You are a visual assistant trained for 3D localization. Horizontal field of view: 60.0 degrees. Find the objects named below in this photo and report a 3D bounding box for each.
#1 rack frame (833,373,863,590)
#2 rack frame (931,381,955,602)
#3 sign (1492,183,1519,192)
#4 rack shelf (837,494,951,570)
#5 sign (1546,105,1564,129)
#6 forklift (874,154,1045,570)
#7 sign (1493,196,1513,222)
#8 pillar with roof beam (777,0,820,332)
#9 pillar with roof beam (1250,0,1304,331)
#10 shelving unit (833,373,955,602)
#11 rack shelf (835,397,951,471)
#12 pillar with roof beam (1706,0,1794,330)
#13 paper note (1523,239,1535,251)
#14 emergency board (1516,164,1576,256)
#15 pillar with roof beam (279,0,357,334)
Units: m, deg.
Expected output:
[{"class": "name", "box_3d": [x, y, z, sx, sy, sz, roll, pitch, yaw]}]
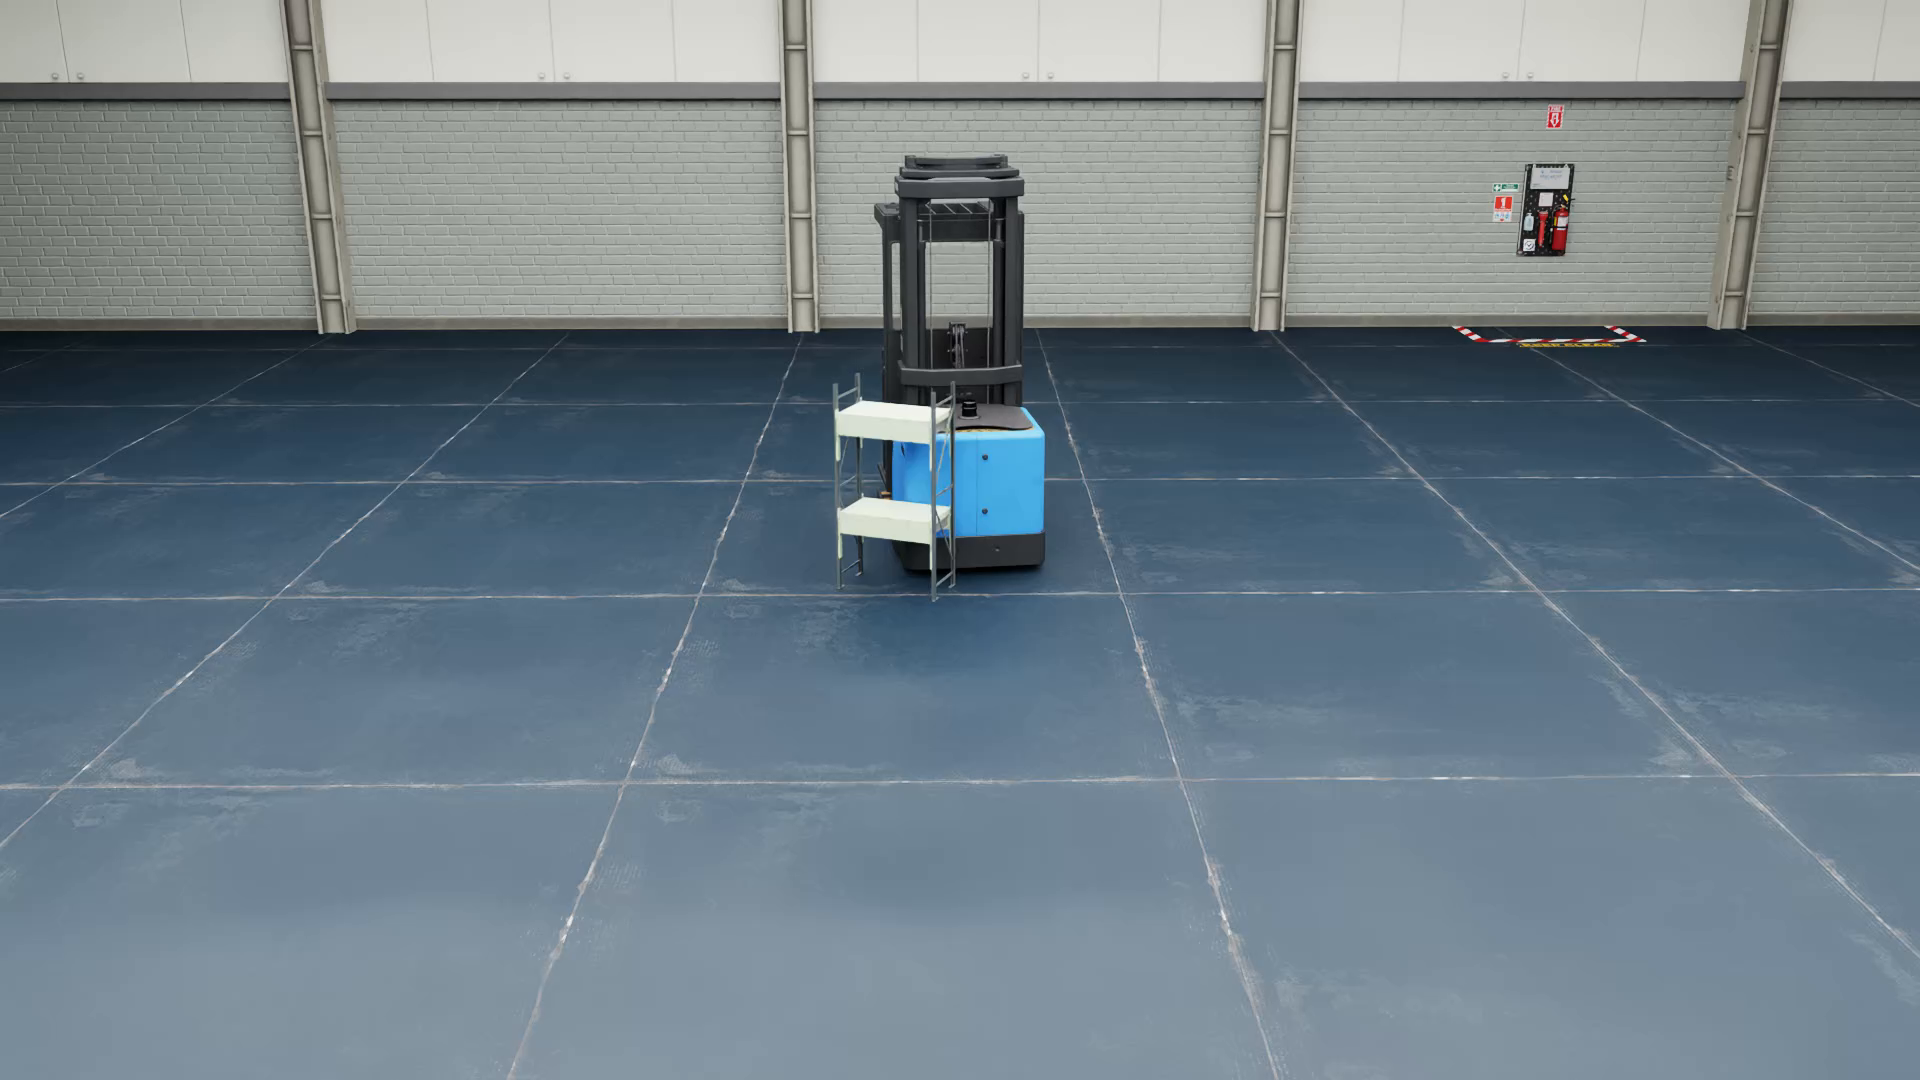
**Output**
[{"class": "rack frame", "box_3d": [-0.797, -0.416, 11.888, 0.023, 1.500, 0.400, 7, 19, 20]}, {"class": "rack frame", "box_3d": [-0.115, -0.335, 11.634, 0.023, 1.500, 0.400, 7, 19, 20]}, {"class": "sign", "box_3d": [6.965, -4.495, 21.225, 0.331, 0.109, 0.001, 0, 18, -1]}, {"class": "rack shelf", "box_3d": [-0.457, -0.065, 11.859, 0.720, 0.370, 0.431, 7, 19, 20]}, {"class": "sign", "box_3d": [7.505, -5.334, 20.970, 0.199, 0.298, 0.001, 0, 18, -1]}, {"class": "forklift", "box_3d": [-0.087, -1.584, 13.188, 1.130, 2.935, 3.031, -2, 18, -8]}, {"class": "sign", "box_3d": [6.960, -4.246, 21.314, 0.234, 0.329, 0.001, 0, 18, -1]}, {"class": "pillar with roof beam", "box_3d": [-1.945, -5.684, 16.035, 0.400, 9.000, 9.100, 0, 18, -1]}, {"class": "pillar with roof beam", "box_3d": [4.055, -5.713, 16.125, 0.400, 9.000, 9.100, 0, 18, -1]}, {"class": "shelving unit", "box_3d": [-0.456, -0.376, 11.761, 0.755, 1.500, 0.431, 7, 19, 20]}, {"class": "rack shelf", "box_3d": [-0.456, -0.748, 11.643, 0.720, 0.370, 0.431, 7, 19, 20]}, {"class": "pillar with roof beam", "box_3d": [10.054, -5.742, 16.215, 0.400, 9.000, 9.100, 0, 18, -1]}, {"class": "paper note", "box_3d": [7.336, -3.801, 21.427, 0.142, 0.148, 0.016, 0, 18, -1]}, {"class": "emergency board", "box_3d": [7.514, -4.200, 21.229, 0.643, 1.169, 0.194, 0, 18, -1]}, {"class": "pillar with roof beam", "box_3d": [-7.944, -5.655, 15.945, 0.400, 9.000, 9.100, 0, 18, -1]}]
